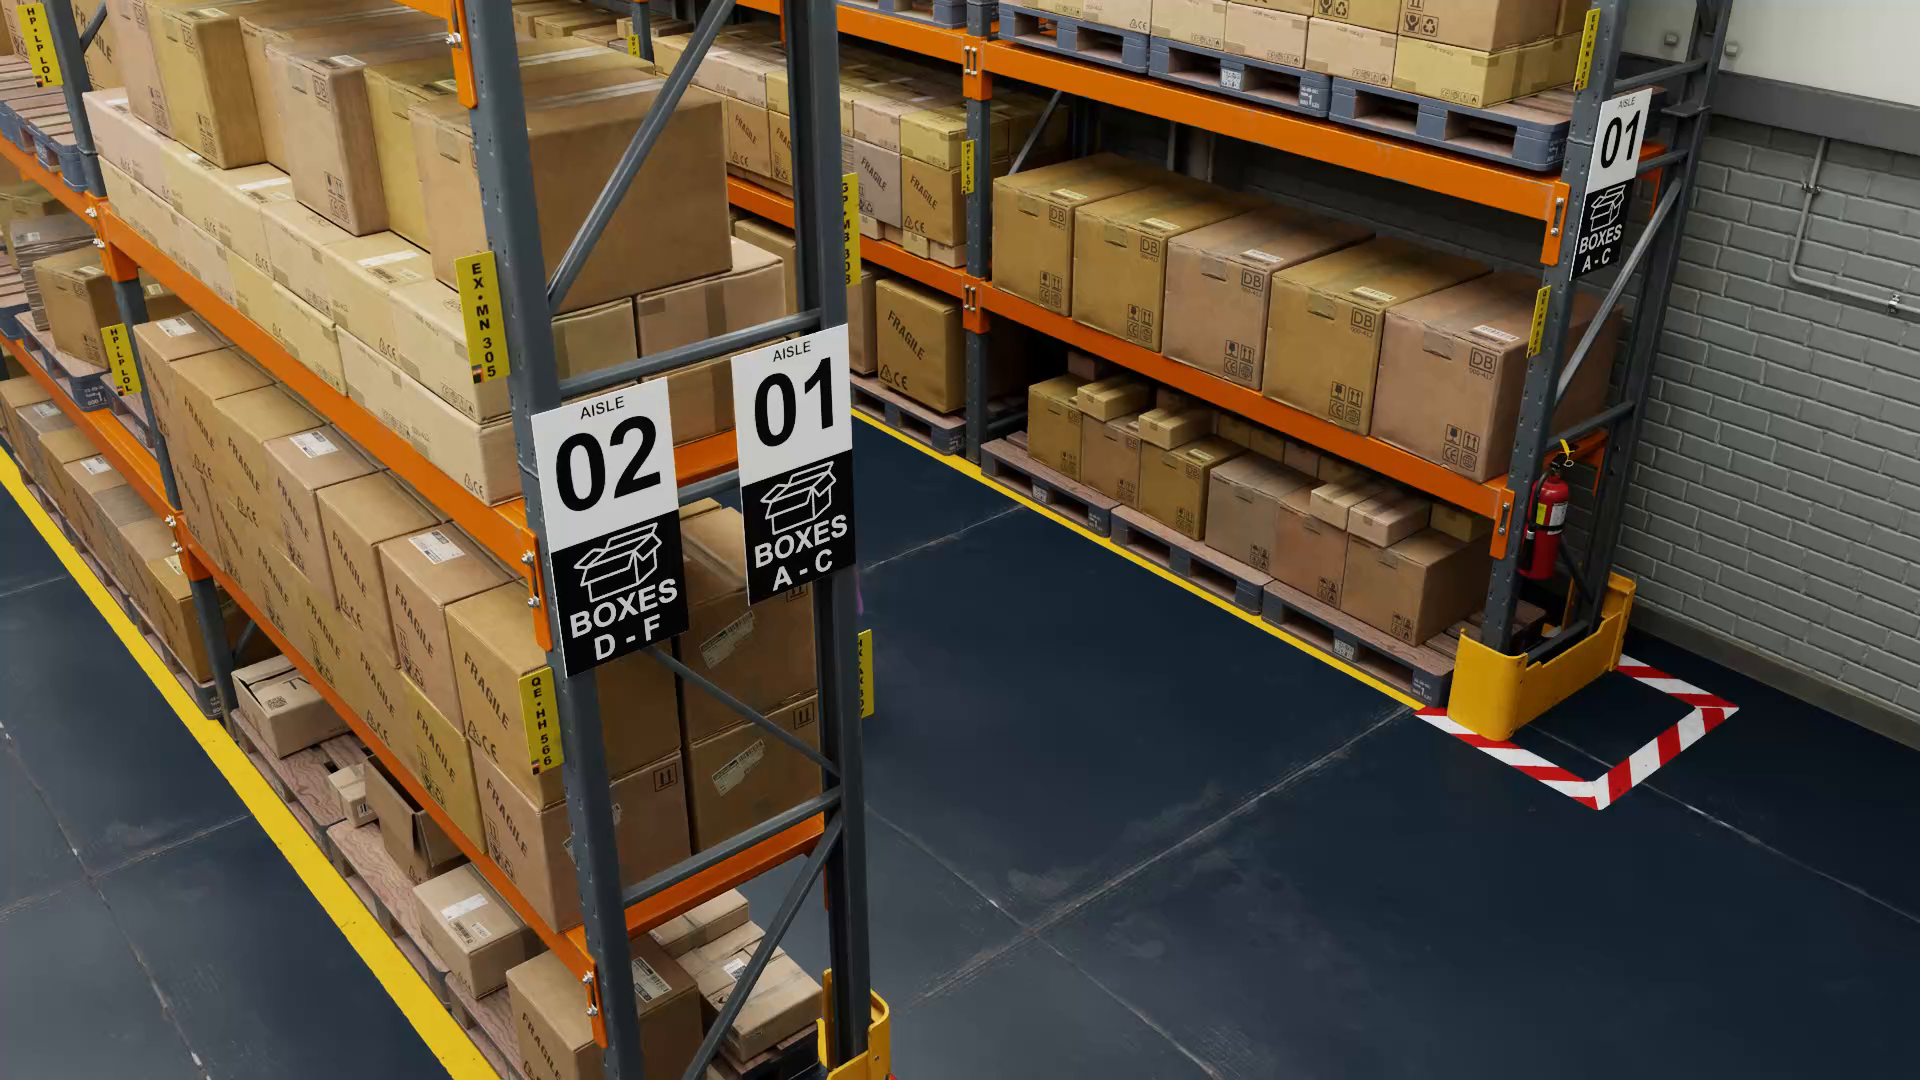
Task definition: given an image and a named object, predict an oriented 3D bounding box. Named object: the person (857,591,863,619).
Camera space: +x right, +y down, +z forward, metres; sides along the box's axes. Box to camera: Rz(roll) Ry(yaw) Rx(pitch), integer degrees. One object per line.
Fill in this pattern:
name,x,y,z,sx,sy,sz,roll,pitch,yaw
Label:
person,-0.840,0.444,8.518,0.797,0.931,0.449,-22,36,-35
